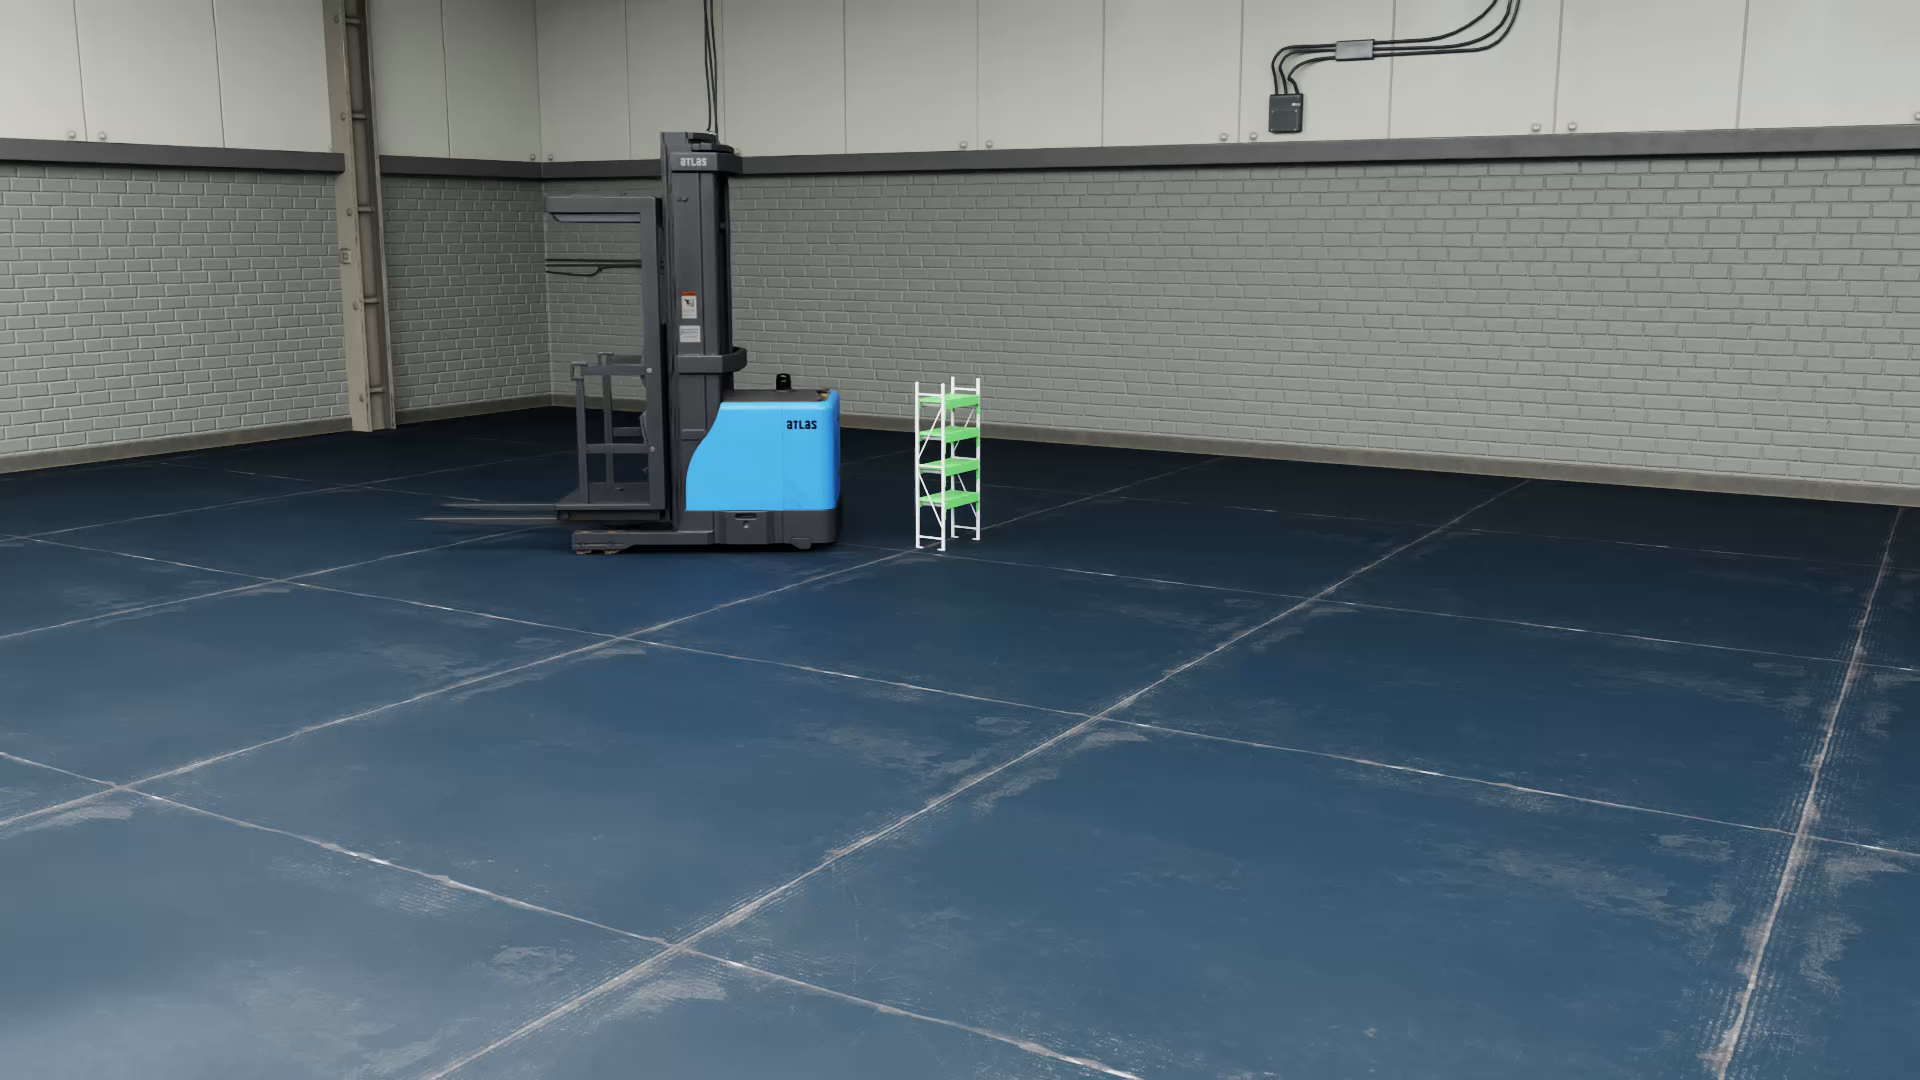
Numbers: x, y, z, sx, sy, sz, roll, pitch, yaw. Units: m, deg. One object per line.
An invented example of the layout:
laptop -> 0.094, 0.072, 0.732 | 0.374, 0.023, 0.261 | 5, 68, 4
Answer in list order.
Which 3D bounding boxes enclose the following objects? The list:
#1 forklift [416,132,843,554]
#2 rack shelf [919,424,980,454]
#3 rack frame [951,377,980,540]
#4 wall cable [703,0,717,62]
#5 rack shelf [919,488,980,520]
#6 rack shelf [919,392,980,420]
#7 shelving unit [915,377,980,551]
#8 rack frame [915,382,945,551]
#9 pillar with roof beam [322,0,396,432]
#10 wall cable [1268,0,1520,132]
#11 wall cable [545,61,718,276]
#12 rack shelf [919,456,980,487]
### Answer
forklift -> -2.405, -1.437, 12.081 | 3.031, 2.935, 1.130 | 0, 11, -1
rack shelf -> -0.086, -0.737, 12.087 | 0.258, 0.148, 0.480 | 6, 12, 31
rack frame -> 0.041, -0.602, 12.324 | 0.240, 1.200, 0.015 | 6, 12, 31
wall cable -> -1.801, -6.738, 18.621 | 3.097, 2.526, 0.112 | 6, 12, 31
rack shelf -> -0.086, -0.265, 12.175 | 0.258, 0.148, 0.480 | 6, 12, 31
rack shelf -> -0.086, -0.973, 12.043 | 0.258, 0.148, 0.480 | 6, 12, 31
shelving unit -> -0.086, -0.564, 12.119 | 0.258, 1.200, 0.503 | 6, 12, 31
rack frame -> -0.213, -0.525, 11.914 | 0.240, 1.200, 0.015 | 6, 12, 31
pillar with roof beam -> -3.093, -5.292, 16.184 | 9.100, 9.000, 0.400 | 6, 12, 31
wall cable -> 3.993, -6.803, 15.010 | 2.305, 6.003, 0.169 | 6, 12, 31
wall cable -> -4.113, -4.514, 20.466 | 3.097, 2.526, 0.112 | 6, 12, 31
rack shelf -> -0.086, -0.501, 12.131 | 0.258, 0.148, 0.480 | 6, 12, 31
